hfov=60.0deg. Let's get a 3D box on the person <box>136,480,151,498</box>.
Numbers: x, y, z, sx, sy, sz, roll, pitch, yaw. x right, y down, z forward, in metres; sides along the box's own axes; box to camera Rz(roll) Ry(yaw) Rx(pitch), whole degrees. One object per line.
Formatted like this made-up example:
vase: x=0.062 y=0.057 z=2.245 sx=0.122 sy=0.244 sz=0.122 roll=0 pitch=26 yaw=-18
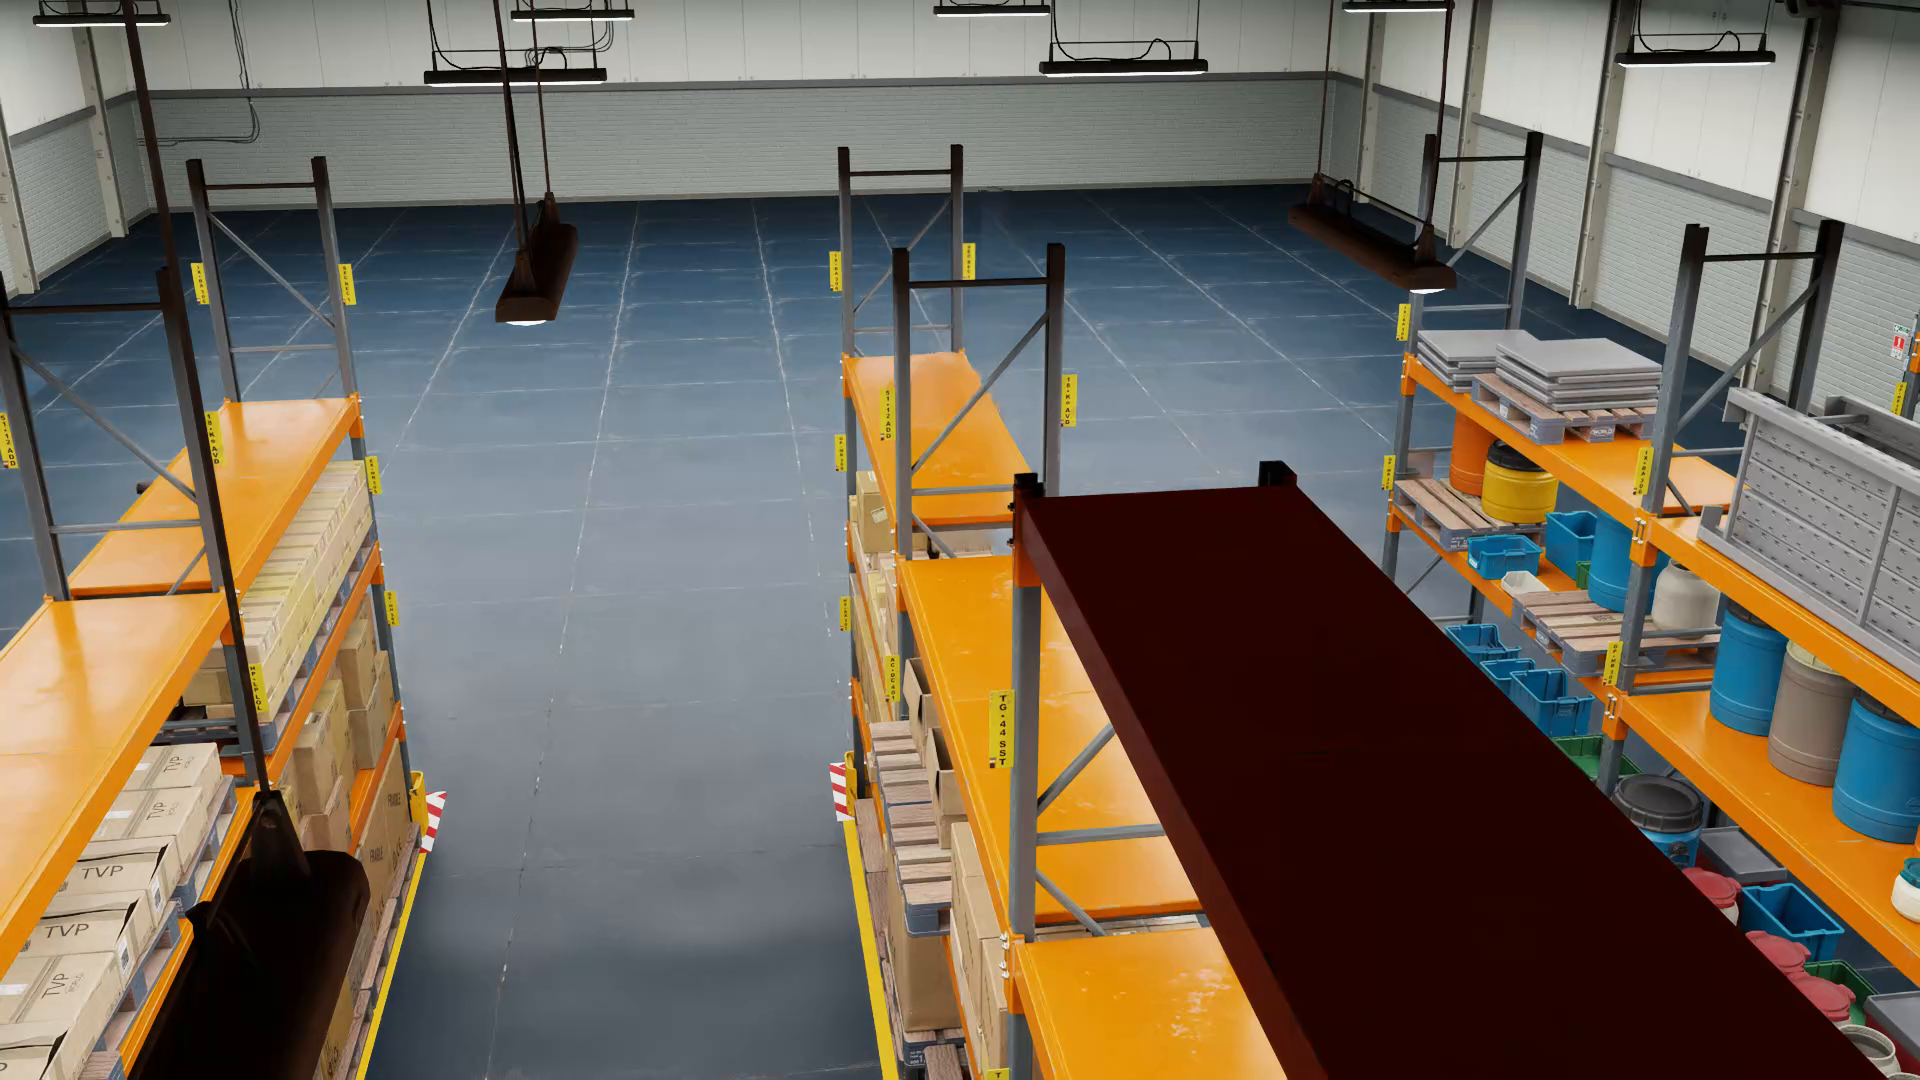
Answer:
person: x=-9.213 y=0.110 z=19.174 sx=0.779 sy=1.649 sz=0.589 roll=13 pitch=25 yaw=29
